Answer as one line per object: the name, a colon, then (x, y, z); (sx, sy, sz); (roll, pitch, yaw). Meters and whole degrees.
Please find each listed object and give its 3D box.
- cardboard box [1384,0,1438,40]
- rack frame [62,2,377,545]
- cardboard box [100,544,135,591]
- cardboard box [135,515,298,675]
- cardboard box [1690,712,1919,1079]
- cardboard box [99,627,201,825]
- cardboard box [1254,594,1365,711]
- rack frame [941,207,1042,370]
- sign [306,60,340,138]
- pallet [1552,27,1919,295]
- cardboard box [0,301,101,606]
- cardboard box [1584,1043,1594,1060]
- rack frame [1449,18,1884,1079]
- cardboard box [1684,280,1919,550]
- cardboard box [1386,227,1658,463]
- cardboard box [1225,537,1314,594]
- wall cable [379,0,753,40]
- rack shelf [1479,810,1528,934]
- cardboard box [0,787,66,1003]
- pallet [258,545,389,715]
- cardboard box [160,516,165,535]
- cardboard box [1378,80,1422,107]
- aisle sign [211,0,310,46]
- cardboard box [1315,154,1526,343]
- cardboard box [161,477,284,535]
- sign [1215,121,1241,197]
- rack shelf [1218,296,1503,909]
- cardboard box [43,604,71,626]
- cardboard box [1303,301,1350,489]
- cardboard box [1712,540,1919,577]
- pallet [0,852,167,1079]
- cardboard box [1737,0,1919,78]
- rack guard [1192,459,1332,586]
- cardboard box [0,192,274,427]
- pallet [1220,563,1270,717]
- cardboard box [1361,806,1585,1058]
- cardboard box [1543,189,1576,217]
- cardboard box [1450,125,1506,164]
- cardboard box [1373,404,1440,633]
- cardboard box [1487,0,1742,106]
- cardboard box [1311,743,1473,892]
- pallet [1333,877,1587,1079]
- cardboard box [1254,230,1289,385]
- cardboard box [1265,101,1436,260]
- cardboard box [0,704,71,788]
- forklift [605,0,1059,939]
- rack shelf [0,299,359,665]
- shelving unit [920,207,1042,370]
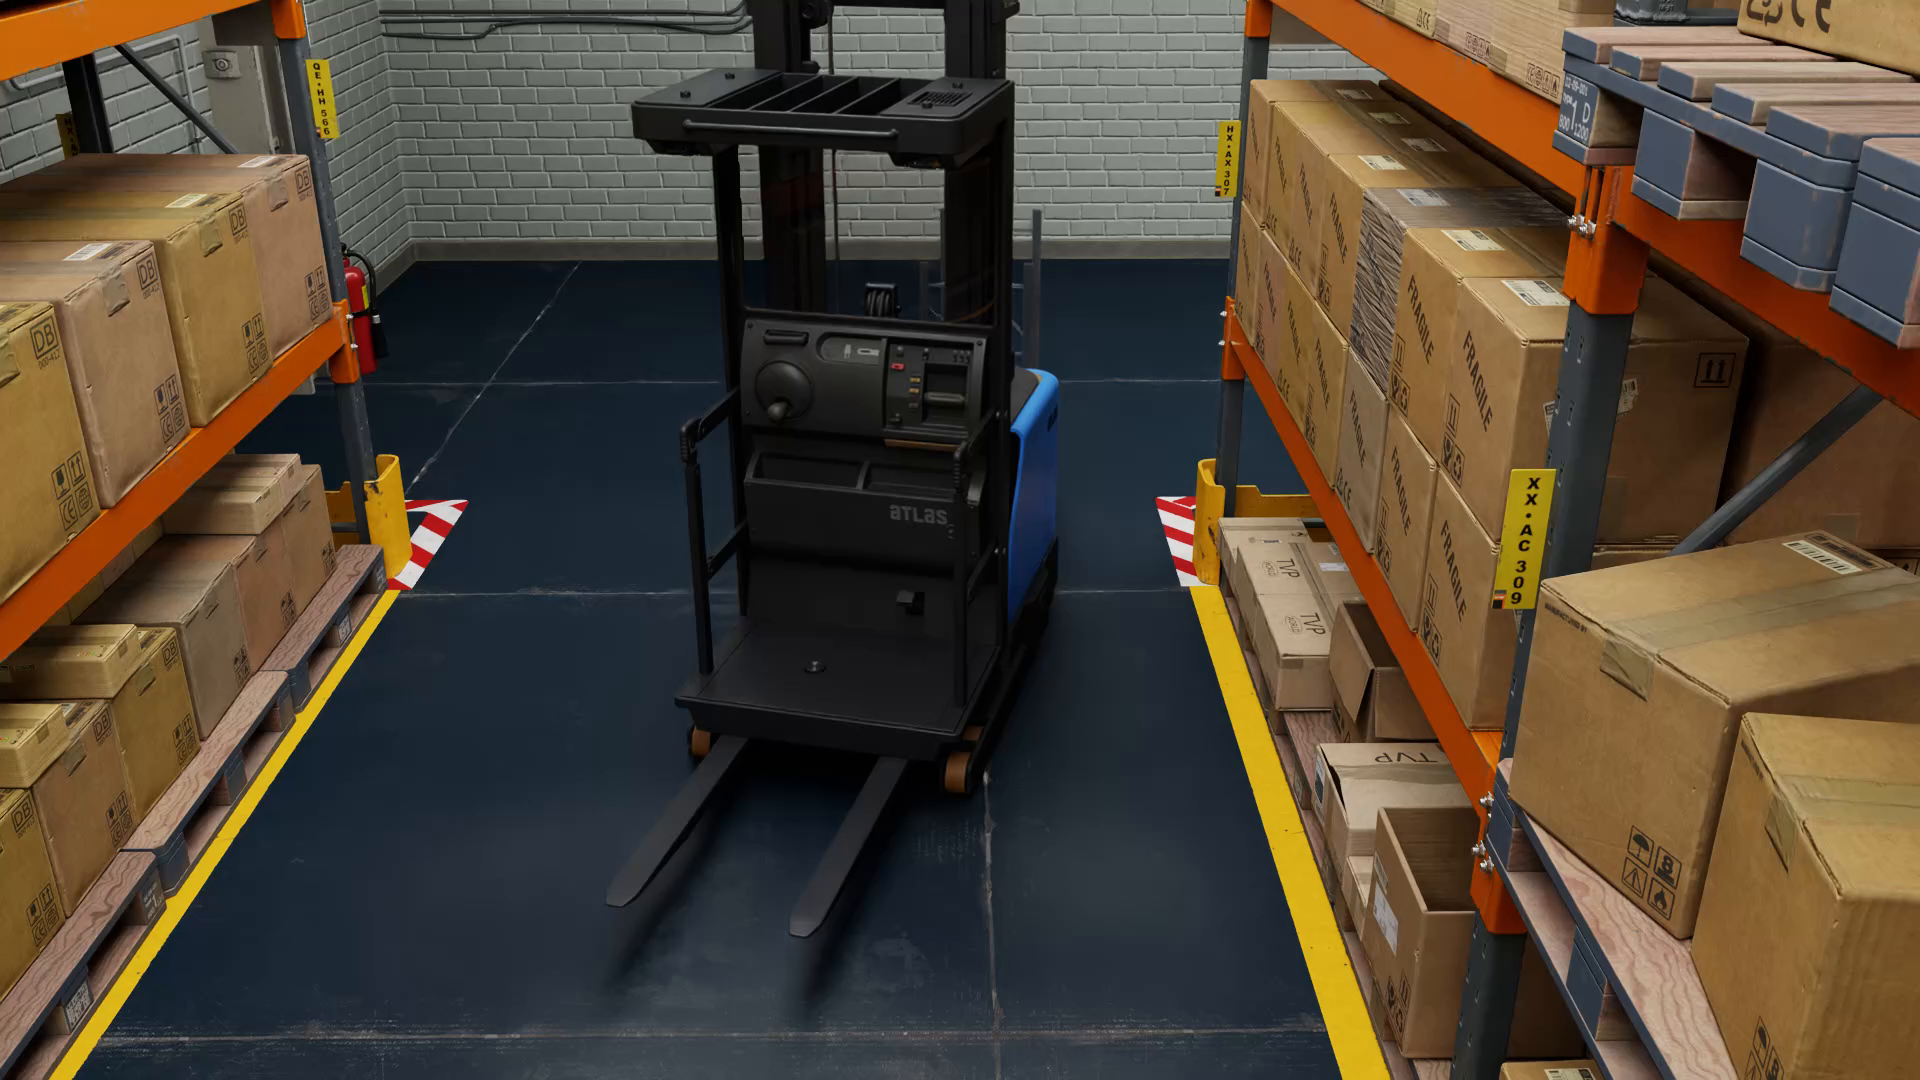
cardboard box: (1.471, -1.520, 4.513); (0.500, 0.250, 0.500); (0, 24, -1)
rack frame: (-3.246, -1.235, 7.340); (1.000, 3.000, 0.127); (0, 24, -1)
cardboard box: (-3.328, 0.071, 6.189); (0.380, 0.149, 0.250); (0, 24, 0)
cardboard box: (-3.133, 0.207, 6.676); (0.700, 0.500, 0.500); (0, 24, -1)
cardboard box: (1.603, 0.632, 2.582); (0.700, 0.500, 0.500); (4, 25, 8)
cardboard box: (-3.114, 0.634, 5.732); (0.700, 0.500, 0.500); (0, 24, 1)
cardboard box: (1.441, 0.431, 6.460); (0.500, 0.250, 0.500); (0, 24, -1)
rack frame: (0.154, -0.955, 8.541); (0.500, 1.500, 0.032); (2, 24, 4)
sign: (-2.703, -1.867, 7.046); (0.100, 0.325, 0.005); (0, 24, -1)
pallet: (1.688, -0.622, 2.574); (1.213, 0.211, 1.003); (0, 24, -1)
cardboard box: (-3.194, -0.248, 4.794); (0.980, 0.700, 0.700); (-1, 24, -2)
cardboard box: (1.963, 1.240, 4.597); (0.500, 0.311, 0.500); (0, 24, -1)
rack frame: (1.751, 0.390, 3.749); (1.000, 3.000, 0.127); (0, 24, -1)
cardboard box: (2.027, -0.307, 3.954); (0.500, 0.500, 0.500); (0, 24, 1)
cardboard box: (1.478, -0.530, 4.447); (0.500, 0.500, 0.500); (-1, 24, -2)
cardboard box: (1.371, 0.109, 7.274); (0.380, 0.166, 0.250); (0, 24, -1)
wall cable: (-2.950, -4.886, 11.901); (3.097, 2.526, 0.112); (0, 24, -1)
rack shelf: (1.773, 1.541, 2.075); (1.077, 0.370, 4.000); (0, 24, -1)
cardboard box: (-3.108, 1.052, 4.807); (0.700, 0.500, 0.500); (0, 24, 0)
pallet: (-3.159, 0.365, 7.187); (1.003, 0.211, 1.213); (0, 24, -1)
cardboard box: (-3.333, -0.137, 6.649); (0.380, 0.149, 0.250); (0, 24, 0)
cardboard box: (1.987, -1.578, 6.764); (0.500, 0.500, 0.500); (0, 24, -1)
aisle sign: (-2.947, -2.450, 6.873); (0.394, 0.787, 0.004); (0, 24, -1)
cardboard box: (1.469, -0.945, 5.365); (0.500, 0.500, 0.500); (0, 24, -1)
cardboard box: (-2.951, -0.137, 6.650); (0.380, 0.149, 0.250); (0, 24, 1)
sign: (1.165, -1.651, 7.209); (0.100, 0.325, 0.005); (0, 24, -1)
rack shelf: (1.729, -0.107, 5.719); (1.077, 0.370, 4.000); (0, 24, -1)
cardboard box: (-3.322, 0.281, 5.725); (0.380, 0.149, 0.250); (-1, 24, -2)
cardboard box: (1.466, -0.495, 5.583); (0.500, 0.500, 0.500); (0, 24, 0)
cardboard box: (2.018, 0.133, 4.195); (0.500, 0.500, 0.500); (0, 24, 1)
pallet: (-3.132, 1.370, 4.964); (1.003, 0.211, 1.213); (0, 24, -1)
cardboard box: (1.683, -1.052, 2.543); (0.600, 0.600, 0.600); (-3, 24, -6)
rack guard: (1.708, -0.088, 7.839); (1.175, 0.500, 0.348); (0, 24, -1)
cardboard box: (-3.211, -0.862, 6.151); (0.980, 0.700, 0.700); (0, 24, -1)
pallet: (1.718, 0.372, 7.172); (1.003, 0.211, 1.213); (0, 24, -1)
cardboard box: (1.461, 1.095, 4.689); (0.500, 0.500, 0.500); (0, 24, -1)
cardboard box: (2.016, -0.731, 4.893); (0.500, 0.500, 0.500); (-1, 24, -2)
cardboard box: (2.004, -1.156, 5.831); (0.500, 0.500, 0.500); (0, 24, 1)
cardboard box: (1.482, -0.073, 4.651); (0.500, 0.500, 0.500); (0, 24, 1)
cardboard box: (1.480, -1.108, 3.602); (0.500, 0.250, 0.500); (0, 24, -1)
cardboard box: (1.453, 0.872, 5.412); (0.500, 0.311, 0.500); (0, 24, -1)
pallet: (1.744, 1.377, 4.949); (1.003, 0.211, 1.213); (0, 24, -1)
cardboard box: (1.459, -0.908, 6.496); (0.500, 0.500, 0.500); (0, 24, -1)
cardboard box: (1.462, -1.360, 6.283); (0.500, 0.500, 0.500); (0, 24, 0)
cardboard box: (-2.929, 0.615, 4.987); (0.380, 0.149, 0.250); (1, 24, 1)
forklift: (-0.412, -0.565, 5.943); (1.130, 2.935, 3.031); (6, 25, 13)
rack shelf: (-3.224, -0.083, 5.666); (1.077, 0.370, 4.000); (0, 24, -1)
shelving unit: (0.114, -0.750, 8.088); (0.587, 1.500, 1.083); (2, 24, 4)
